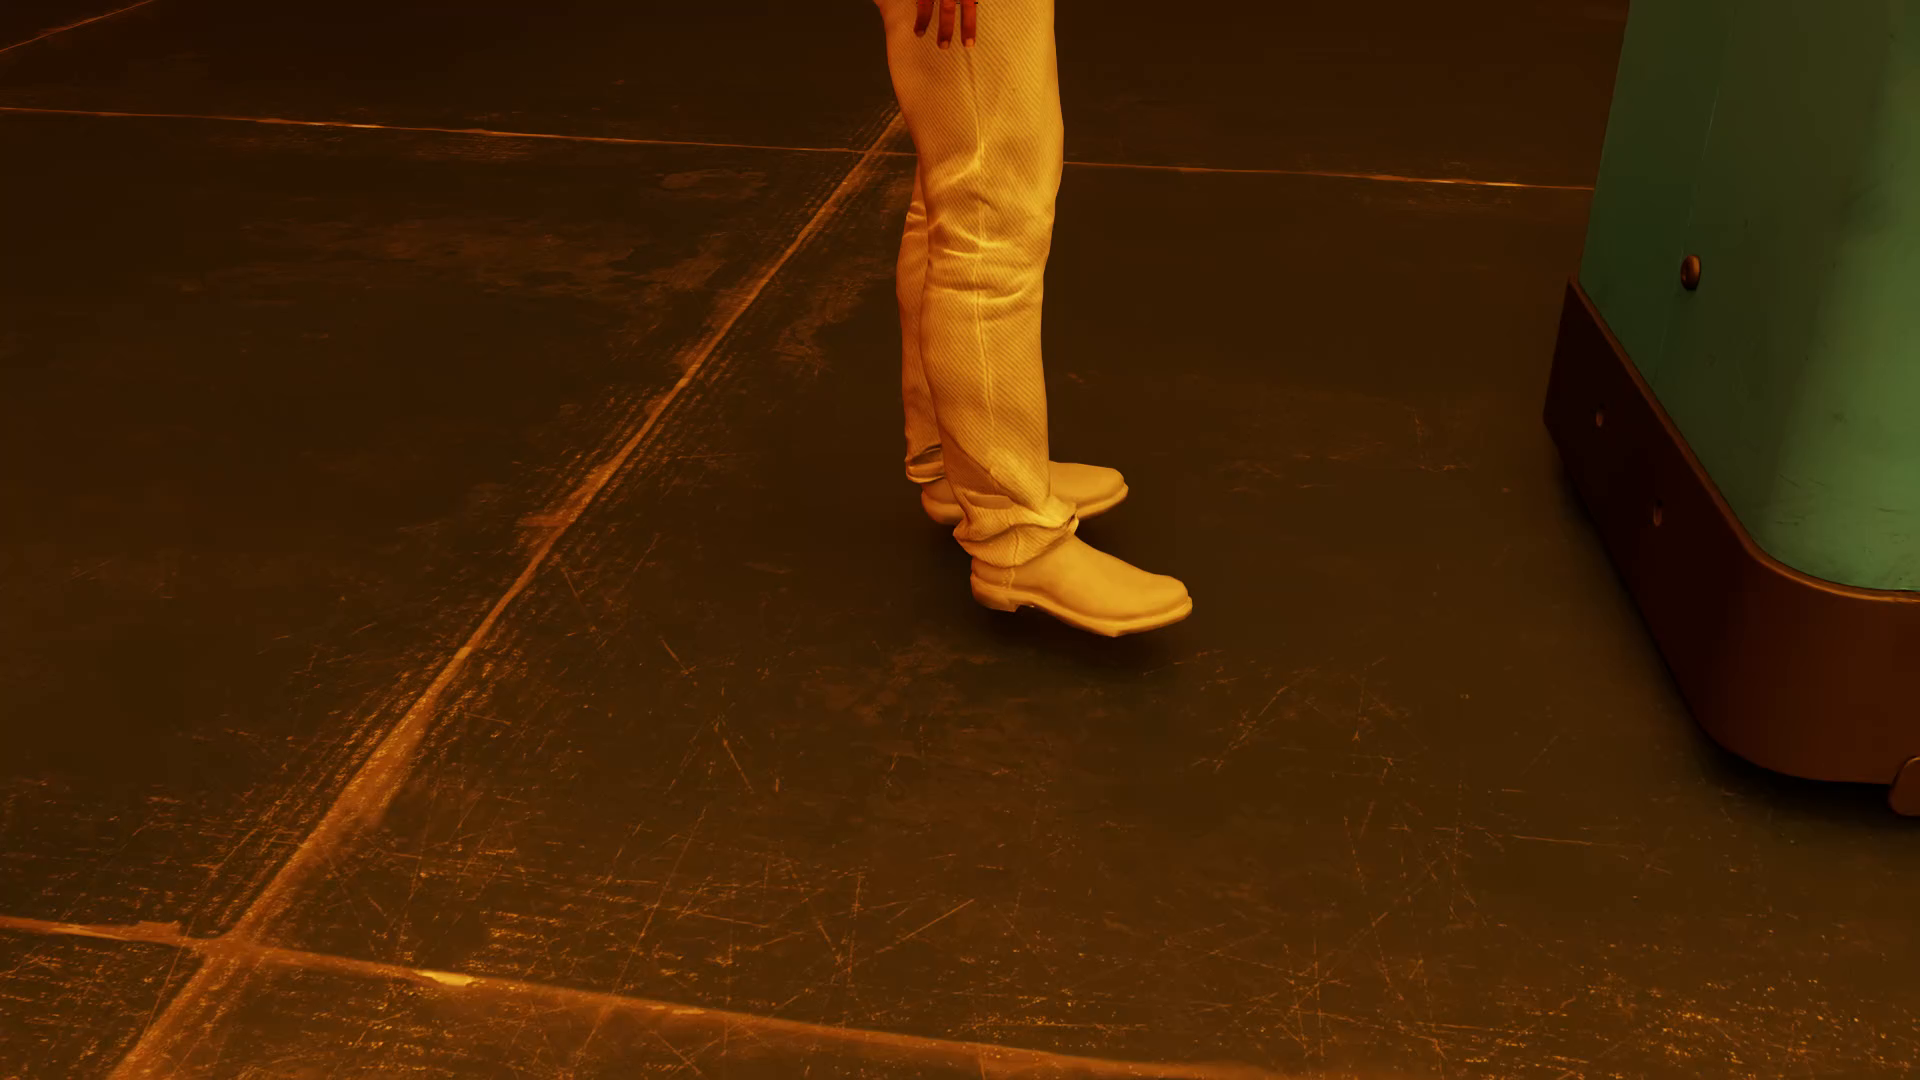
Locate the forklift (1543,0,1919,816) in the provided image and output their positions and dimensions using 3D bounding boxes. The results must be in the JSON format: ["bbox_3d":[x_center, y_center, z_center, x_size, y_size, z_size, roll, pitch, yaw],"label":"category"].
[{"bbox_3d":[2.417,-1.140,1.534,3.031,2.935,1.130,3,29,5],"label":"forklift"}]

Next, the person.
[{"bbox_3d":[0.068,-0.805,2.034,0.574,1.767,0.666,5,29,9],"label":"person"}]
